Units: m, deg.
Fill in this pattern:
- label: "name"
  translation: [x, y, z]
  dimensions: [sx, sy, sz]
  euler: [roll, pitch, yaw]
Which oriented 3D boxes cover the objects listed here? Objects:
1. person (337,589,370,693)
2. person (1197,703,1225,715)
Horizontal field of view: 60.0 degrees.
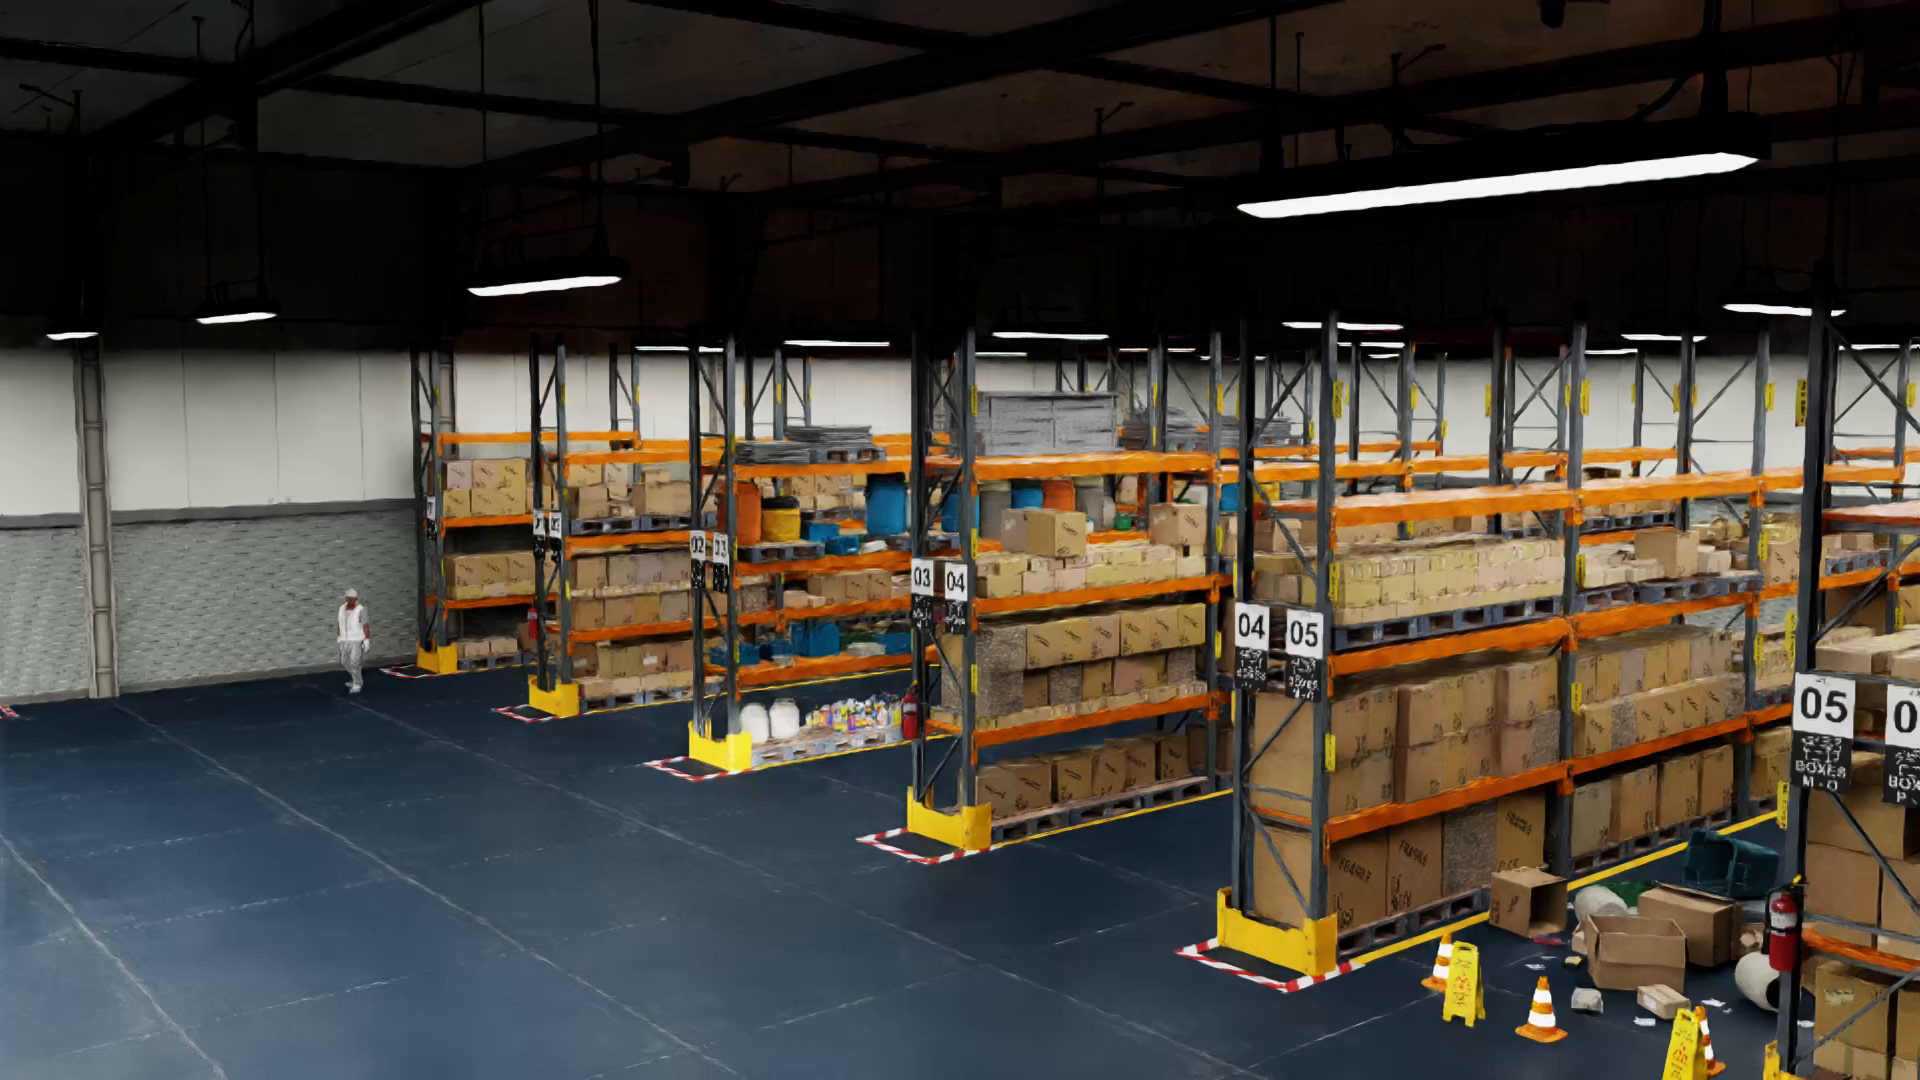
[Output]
- label: "person"
  translation: [-10.241, 1.685, 28.131]
  dimensions: [0.599, 1.772, 0.575]
  euler: [1, 5, 16]
- label: "person"
  translation: [3.992, 1.878, 26.138]
  dimensions: [0.623, 1.726, 0.555]
  euler: [-1, 5, -10]
